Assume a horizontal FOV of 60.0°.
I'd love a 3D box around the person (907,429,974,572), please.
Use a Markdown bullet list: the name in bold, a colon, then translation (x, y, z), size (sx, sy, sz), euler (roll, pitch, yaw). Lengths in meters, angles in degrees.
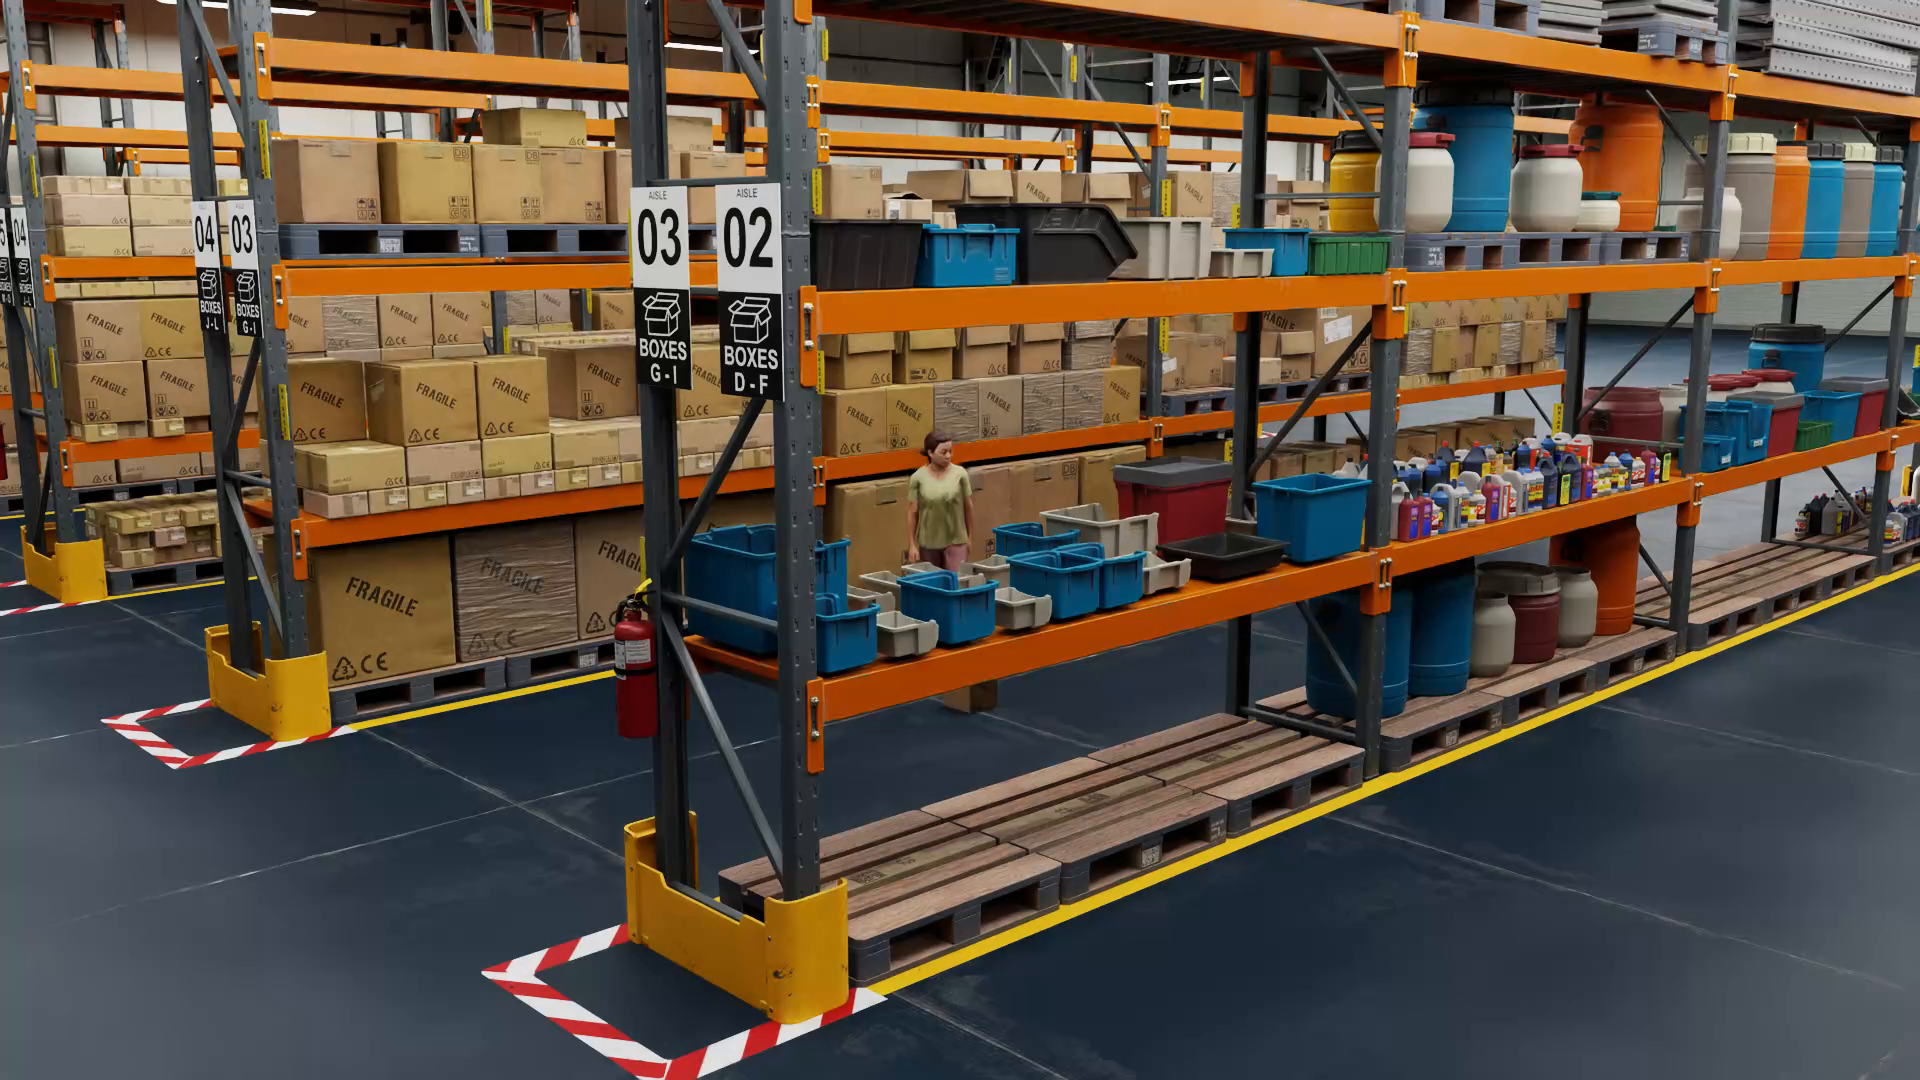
- **person**: translation (-0.139, 0.046, 11.668), size (0.461, 1.674, 0.780), euler (1, 11, 3)
